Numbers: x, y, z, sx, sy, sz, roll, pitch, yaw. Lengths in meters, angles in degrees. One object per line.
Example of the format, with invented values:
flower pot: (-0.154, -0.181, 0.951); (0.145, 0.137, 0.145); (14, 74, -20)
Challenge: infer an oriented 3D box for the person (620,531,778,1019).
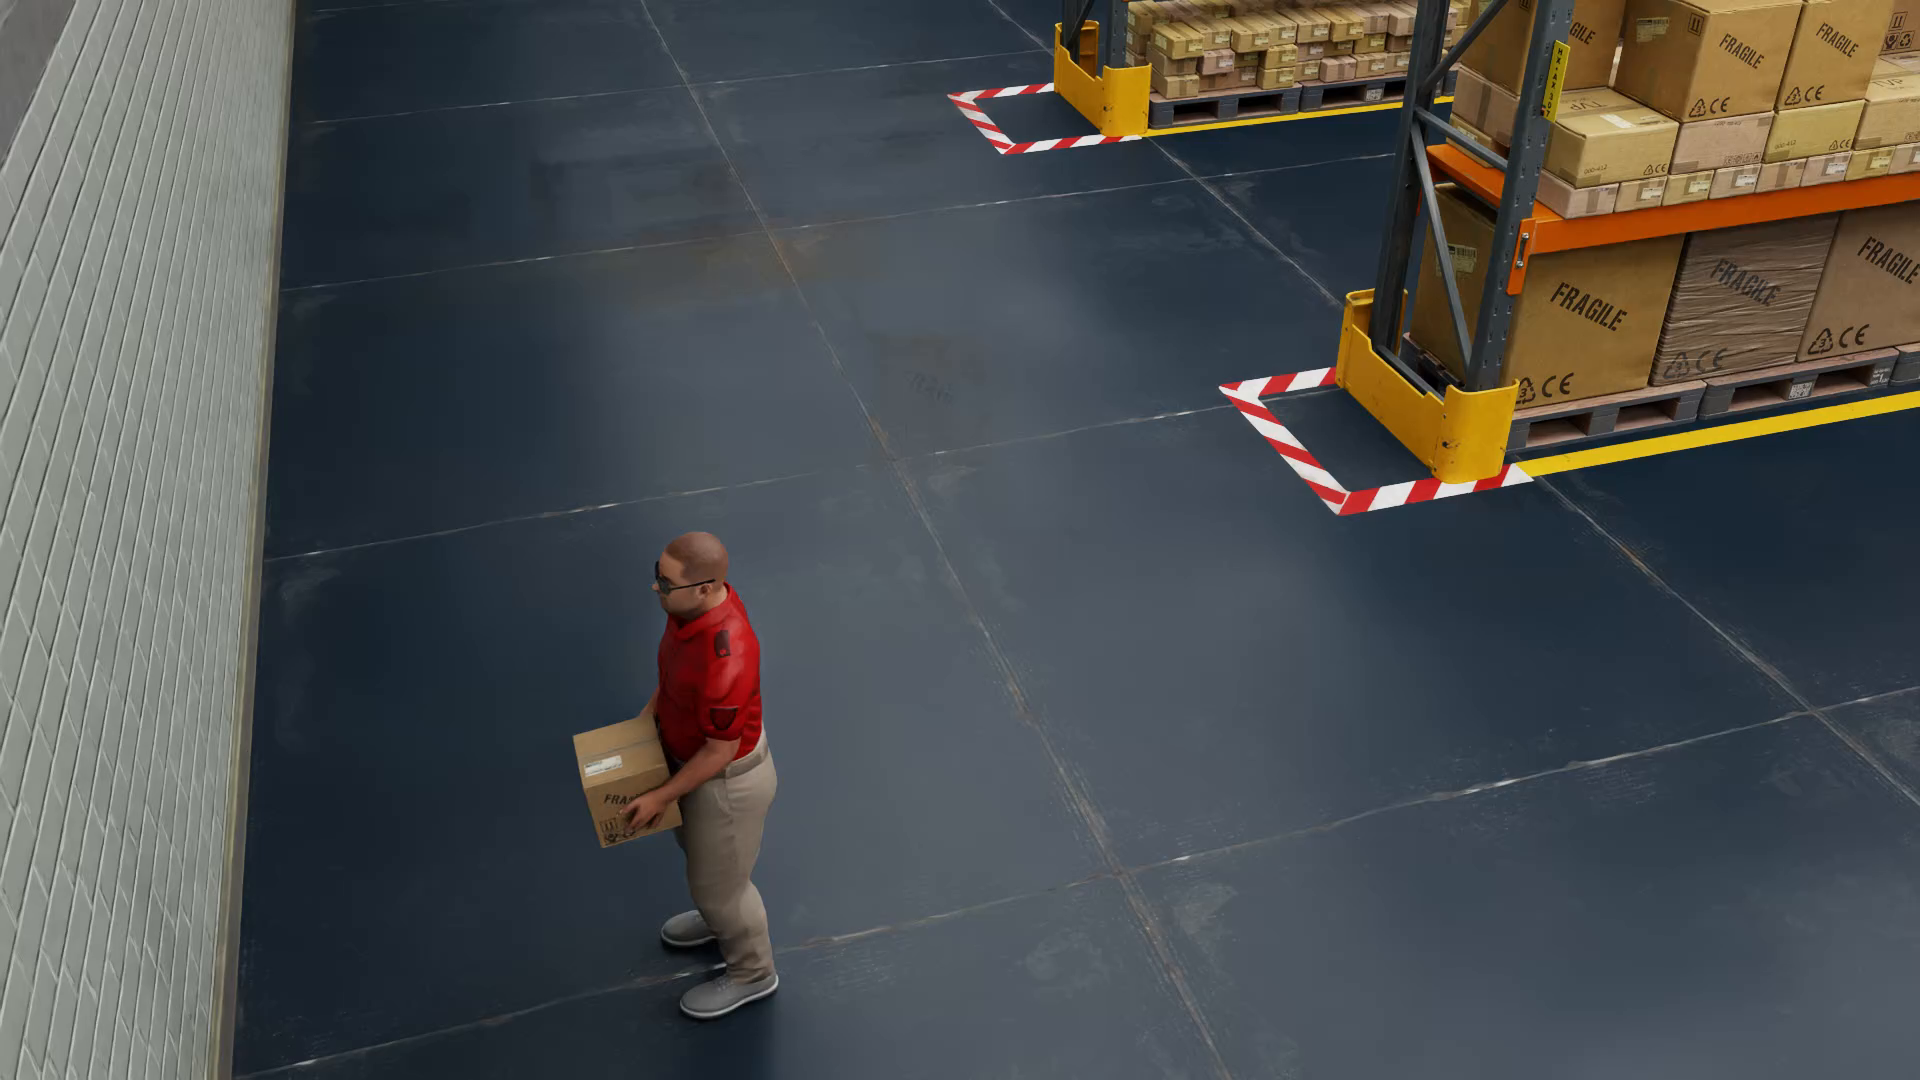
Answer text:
person: (-0.813, 0.718, 5.072); (0.483, 1.733, 0.530); (-10, 35, -15)
